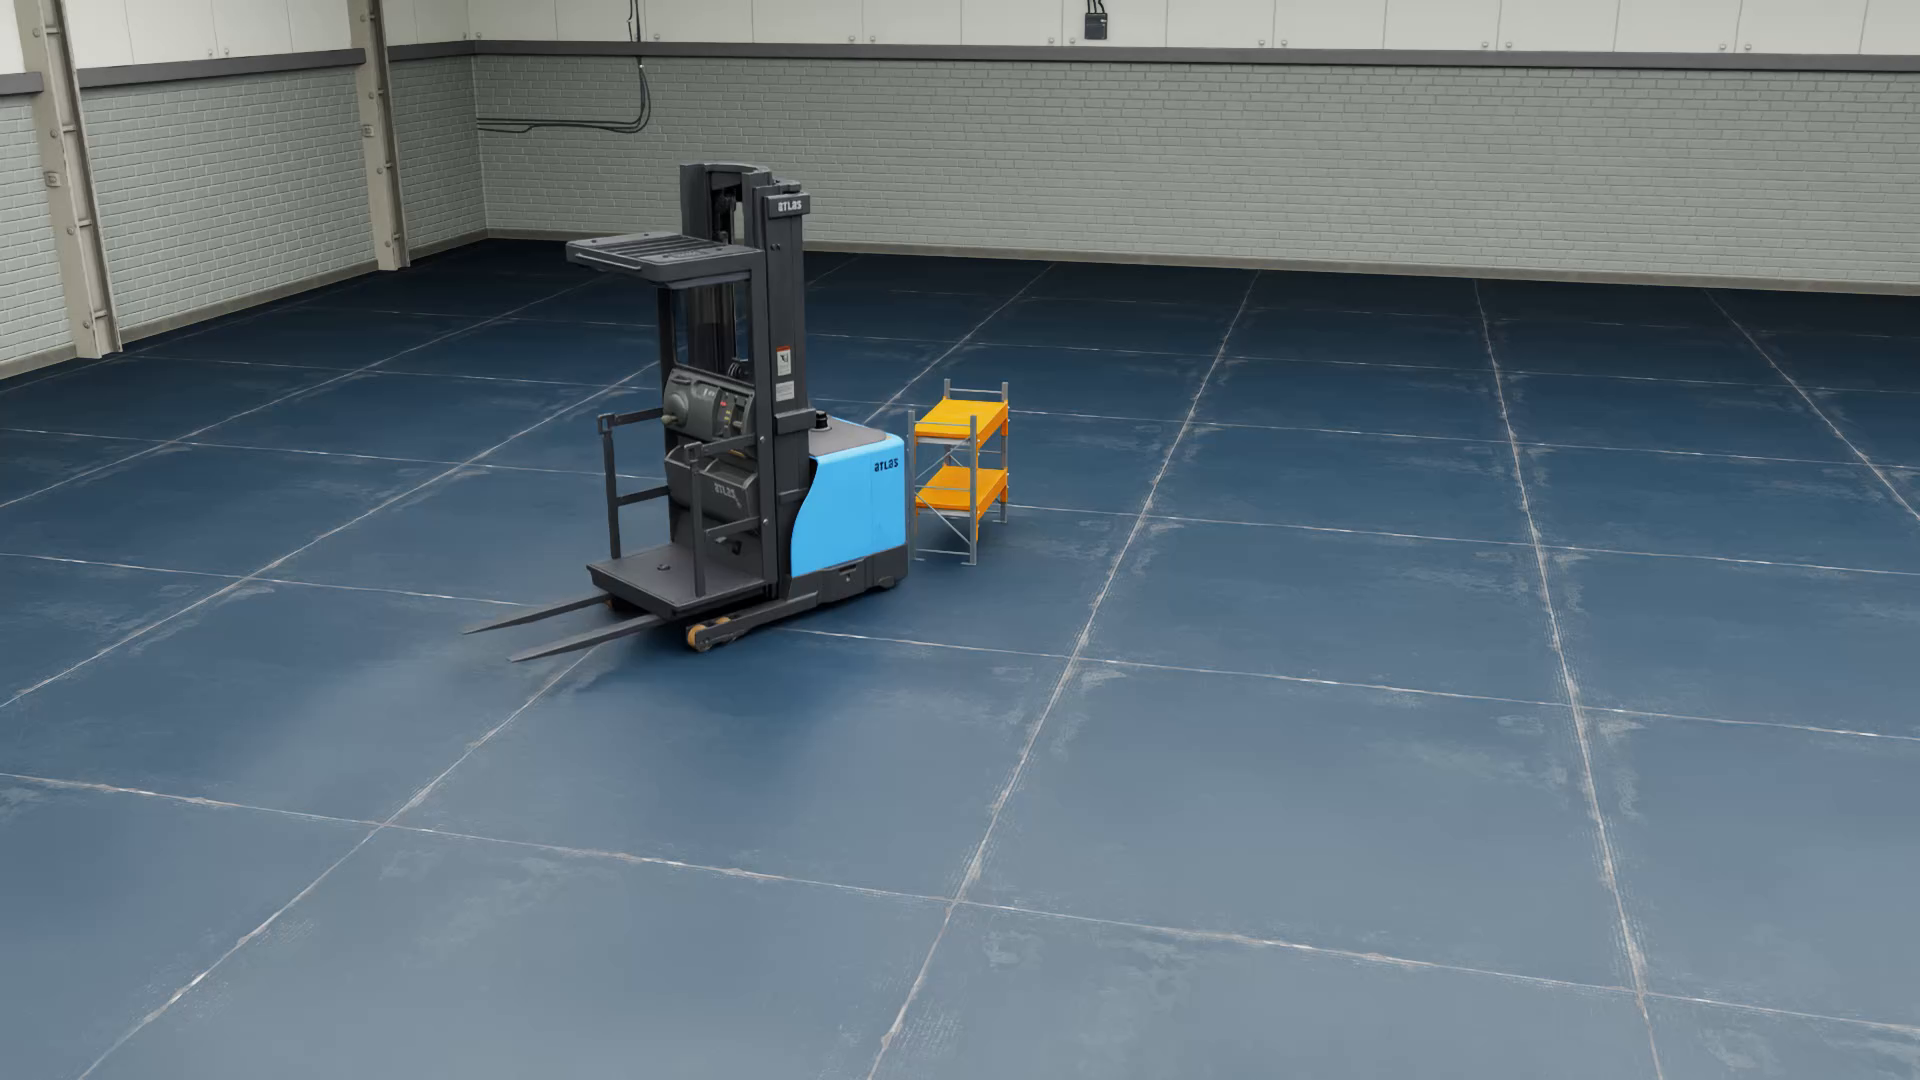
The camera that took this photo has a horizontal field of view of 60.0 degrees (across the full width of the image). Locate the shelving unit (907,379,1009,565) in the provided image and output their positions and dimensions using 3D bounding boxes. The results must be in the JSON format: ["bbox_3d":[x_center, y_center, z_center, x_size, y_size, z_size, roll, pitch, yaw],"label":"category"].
[{"bbox_3d":[-0.002,-0.530,12.500,0.538,1.125,1.048,5,19,13],"label":"shelving unit"}]

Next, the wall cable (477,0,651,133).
[{"bbox_3d":[-6.296,-7.598,25.814,3.097,2.526,0.112,5,19,13],"label":"wall cable"}]

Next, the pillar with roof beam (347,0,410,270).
[{"bbox_3d":[-4.123,-7.908,21.919,9.100,9.000,0.400,5,19,13],"label":"pillar with roof beam"}]

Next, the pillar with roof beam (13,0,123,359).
[{"bbox_3d":[-5.589,-6.028,16.413,9.100,9.000,0.400,5,19,13],"label":"pillar with roof beam"}]

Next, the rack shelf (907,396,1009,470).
[{"bbox_3d":[-0.002,-0.807,12.405,0.538,0.278,1.000,5,19,13],"label":"rack shelf"}]

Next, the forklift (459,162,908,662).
[{"bbox_3d":[-1.788,-0.867,10.691,3.031,2.935,1.130,-17,25,-40],"label":"forklift"}]

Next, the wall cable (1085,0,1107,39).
[{"bbox_3d":[2.906,-9.922,22.552,2.305,6.003,0.169,5,19,13],"label":"wall cable"}]

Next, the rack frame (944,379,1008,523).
[{"bbox_3d":[0.123,-0.690,12.966,0.500,1.125,0.032,5,19,13],"label":"rack frame"}]

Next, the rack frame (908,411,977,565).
[{"bbox_3d":[-0.126,-0.371,12.033,0.500,1.125,0.032,5,19,13],"label":"rack frame"}]

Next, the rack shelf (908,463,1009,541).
[{"bbox_3d":[-0.002,-0.299,12.579,0.538,0.278,1.000,5,19,13],"label":"rack shelf"}]
